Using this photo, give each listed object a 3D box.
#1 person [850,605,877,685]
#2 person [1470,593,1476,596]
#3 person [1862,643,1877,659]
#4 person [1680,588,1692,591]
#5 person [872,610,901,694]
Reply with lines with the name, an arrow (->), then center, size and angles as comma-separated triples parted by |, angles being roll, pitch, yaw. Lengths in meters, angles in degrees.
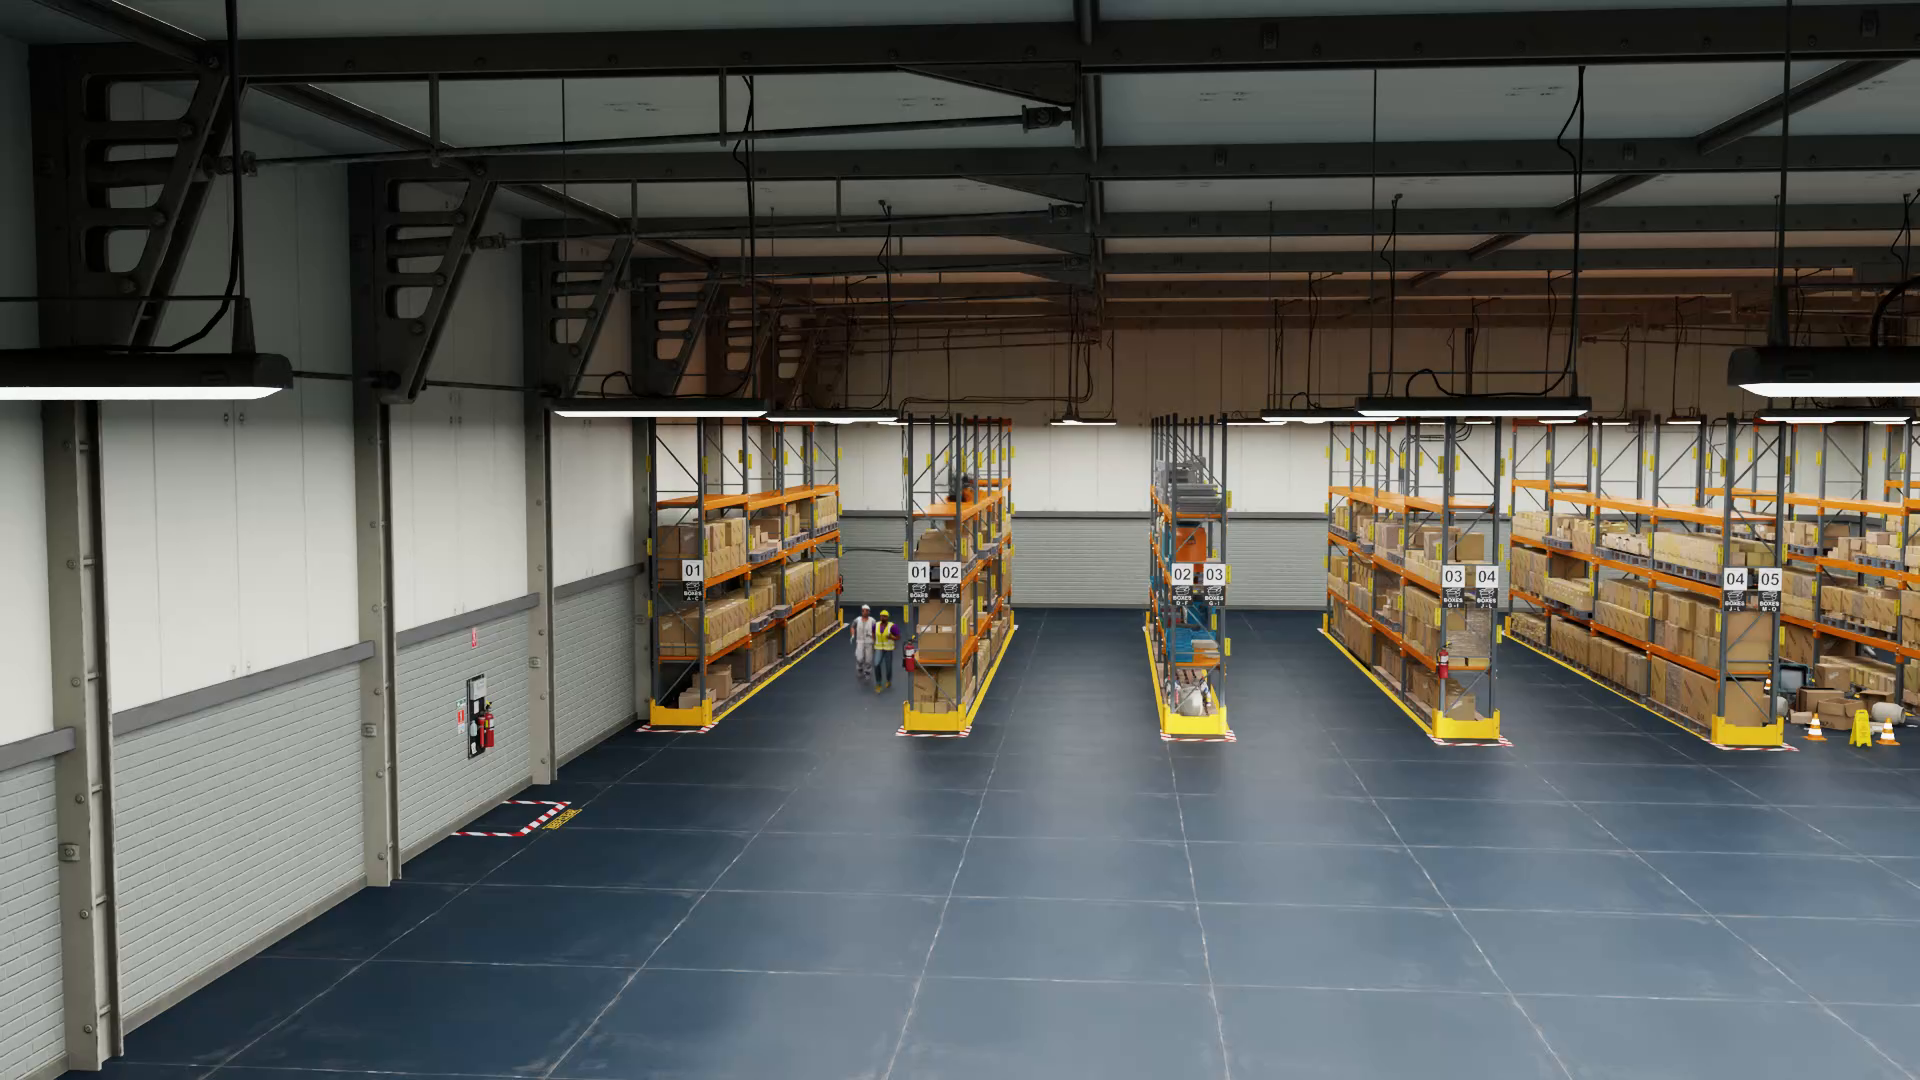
person -> -2.125, 2.328, 36.978 | 0.648, 1.773, 0.686 | 0, 4, -1
person -> 13.789, 1.962, 44.701 | 0.595, 1.496, 0.706 | 1, 4, 17
person -> 21.930, 2.223, 39.956 | 0.615, 1.624, 0.707 | 0, 4, 3
person -> 20.659, 1.677, 47.046 | 0.953, 1.744, 0.725 | 2, 4, 27
person -> -1.613, 2.421, 36.133 | 0.677, 1.820, 0.778 | 0, 4, 7
